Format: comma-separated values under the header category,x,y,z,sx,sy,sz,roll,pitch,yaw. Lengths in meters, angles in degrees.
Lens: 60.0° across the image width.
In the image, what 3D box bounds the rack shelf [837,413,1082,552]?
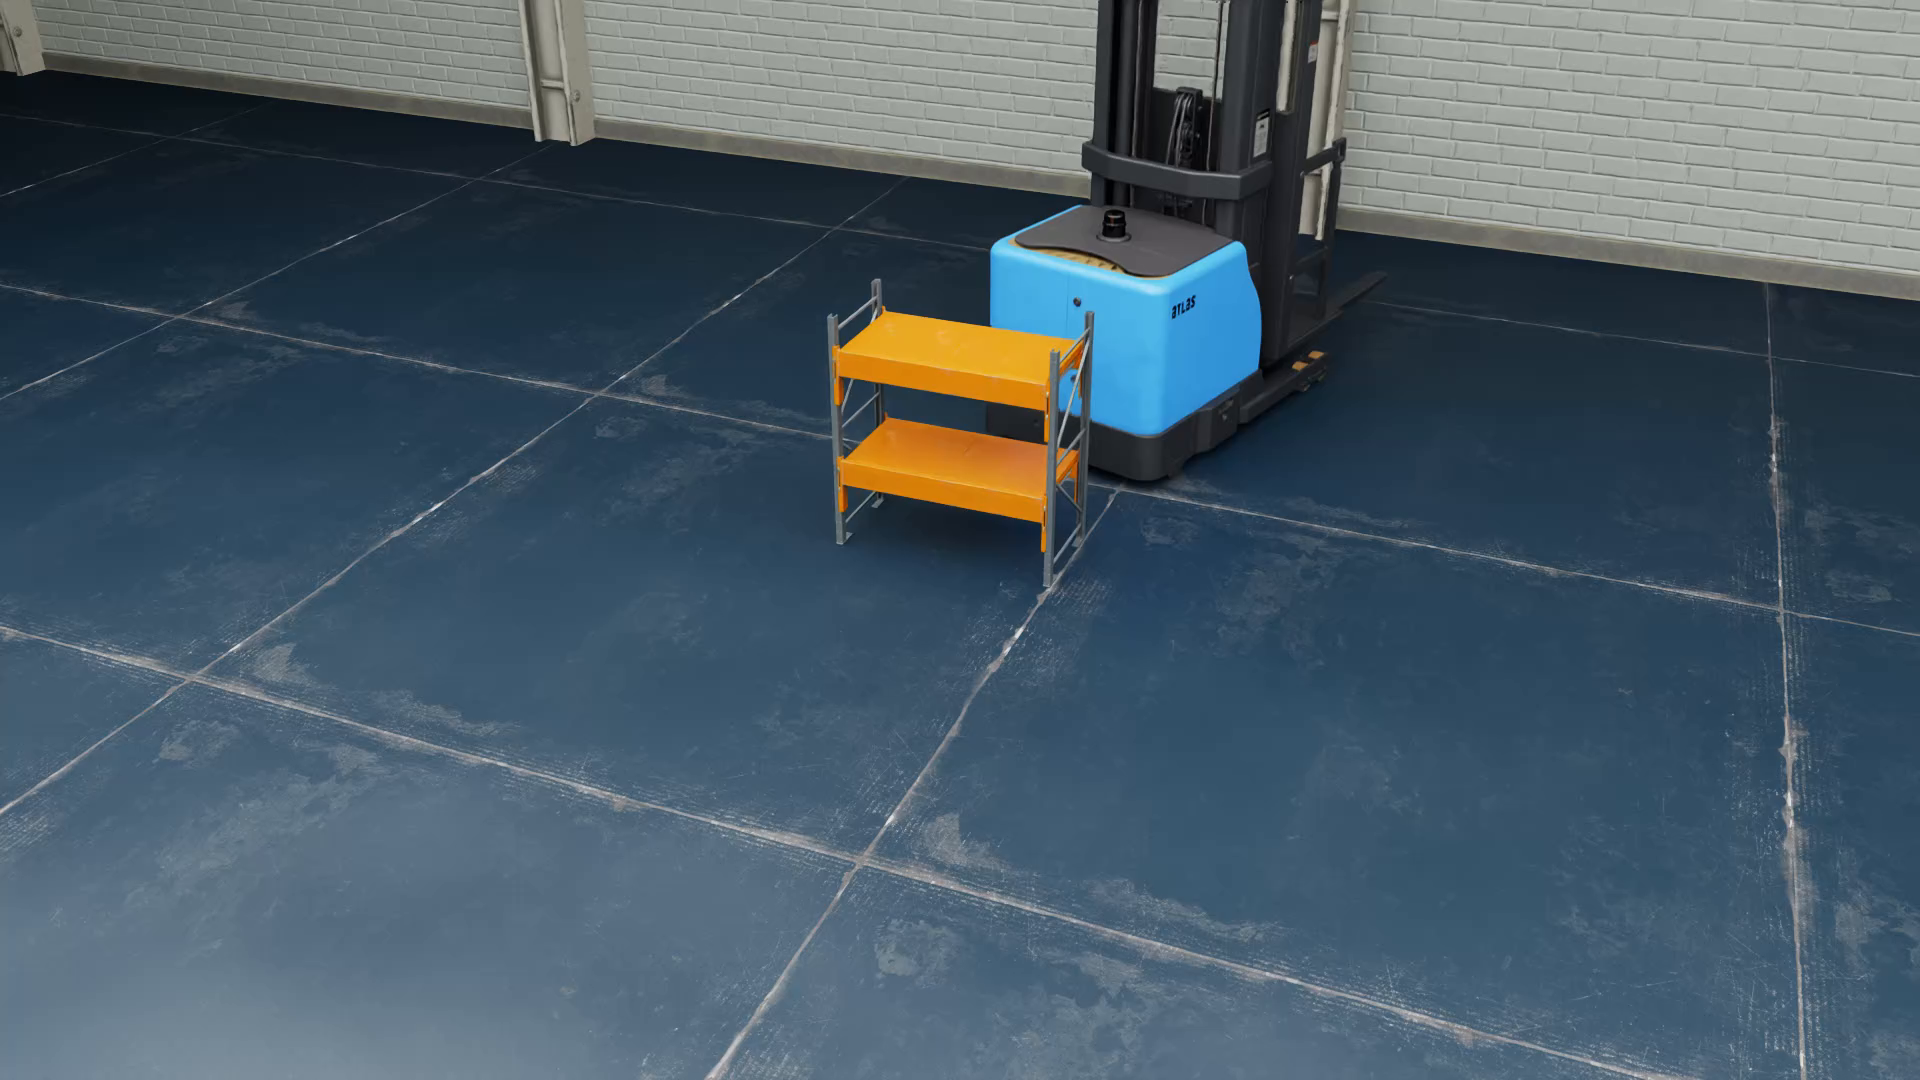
category,x,y,z,sx,sy,sz,roll,pitch,yaw
rack shelf,0.006,-0.276,7.591,1.000,0.278,0.538,11,31,19

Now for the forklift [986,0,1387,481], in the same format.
category,x,y,z,sx,sy,sz,roll,pitch,yaw
forklift,1.432,-2.227,8.712,1.130,2.935,3.031,21,36,32

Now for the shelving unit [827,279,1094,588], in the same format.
category,x,y,z,sx,sy,sz,roll,pitch,yaw
shelving unit,0.006,-0.488,7.471,1.048,1.125,0.538,11,31,19

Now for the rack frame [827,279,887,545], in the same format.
category,x,y,z,sx,sy,sz,roll,pitch,yaw
rack frame,-0.465,-0.582,7.637,0.032,1.125,0.500,11,31,19

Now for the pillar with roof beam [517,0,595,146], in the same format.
category,x,y,z,sx,sy,sz,roll,pitch,yaw
pillar with roof beam,-4.822,-5.221,7.842,0.400,9.000,9.100,11,31,19

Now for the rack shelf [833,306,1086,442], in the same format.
category,x,y,z,sx,sy,sz,roll,pitch,yaw
rack shelf,0.006,-0.743,7.327,1.000,0.278,0.538,11,31,19

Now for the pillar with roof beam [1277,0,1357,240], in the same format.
category,x,y,z,sx,sy,sz,roll,pitch,yaw
pillar with roof beam,0.737,-4.111,5.878,0.400,9.000,9.100,11,31,19

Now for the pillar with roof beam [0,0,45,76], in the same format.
category,x,y,z,sx,sy,sz,roll,pitch,yaw
pillar with roof beam,-10.382,-6.331,9.806,0.400,9.000,9.100,11,31,19

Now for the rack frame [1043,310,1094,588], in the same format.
category,x,y,z,sx,sy,sz,roll,pitch,yaw
rack frame,0.477,-0.394,7.305,0.032,1.125,0.500,11,31,19
